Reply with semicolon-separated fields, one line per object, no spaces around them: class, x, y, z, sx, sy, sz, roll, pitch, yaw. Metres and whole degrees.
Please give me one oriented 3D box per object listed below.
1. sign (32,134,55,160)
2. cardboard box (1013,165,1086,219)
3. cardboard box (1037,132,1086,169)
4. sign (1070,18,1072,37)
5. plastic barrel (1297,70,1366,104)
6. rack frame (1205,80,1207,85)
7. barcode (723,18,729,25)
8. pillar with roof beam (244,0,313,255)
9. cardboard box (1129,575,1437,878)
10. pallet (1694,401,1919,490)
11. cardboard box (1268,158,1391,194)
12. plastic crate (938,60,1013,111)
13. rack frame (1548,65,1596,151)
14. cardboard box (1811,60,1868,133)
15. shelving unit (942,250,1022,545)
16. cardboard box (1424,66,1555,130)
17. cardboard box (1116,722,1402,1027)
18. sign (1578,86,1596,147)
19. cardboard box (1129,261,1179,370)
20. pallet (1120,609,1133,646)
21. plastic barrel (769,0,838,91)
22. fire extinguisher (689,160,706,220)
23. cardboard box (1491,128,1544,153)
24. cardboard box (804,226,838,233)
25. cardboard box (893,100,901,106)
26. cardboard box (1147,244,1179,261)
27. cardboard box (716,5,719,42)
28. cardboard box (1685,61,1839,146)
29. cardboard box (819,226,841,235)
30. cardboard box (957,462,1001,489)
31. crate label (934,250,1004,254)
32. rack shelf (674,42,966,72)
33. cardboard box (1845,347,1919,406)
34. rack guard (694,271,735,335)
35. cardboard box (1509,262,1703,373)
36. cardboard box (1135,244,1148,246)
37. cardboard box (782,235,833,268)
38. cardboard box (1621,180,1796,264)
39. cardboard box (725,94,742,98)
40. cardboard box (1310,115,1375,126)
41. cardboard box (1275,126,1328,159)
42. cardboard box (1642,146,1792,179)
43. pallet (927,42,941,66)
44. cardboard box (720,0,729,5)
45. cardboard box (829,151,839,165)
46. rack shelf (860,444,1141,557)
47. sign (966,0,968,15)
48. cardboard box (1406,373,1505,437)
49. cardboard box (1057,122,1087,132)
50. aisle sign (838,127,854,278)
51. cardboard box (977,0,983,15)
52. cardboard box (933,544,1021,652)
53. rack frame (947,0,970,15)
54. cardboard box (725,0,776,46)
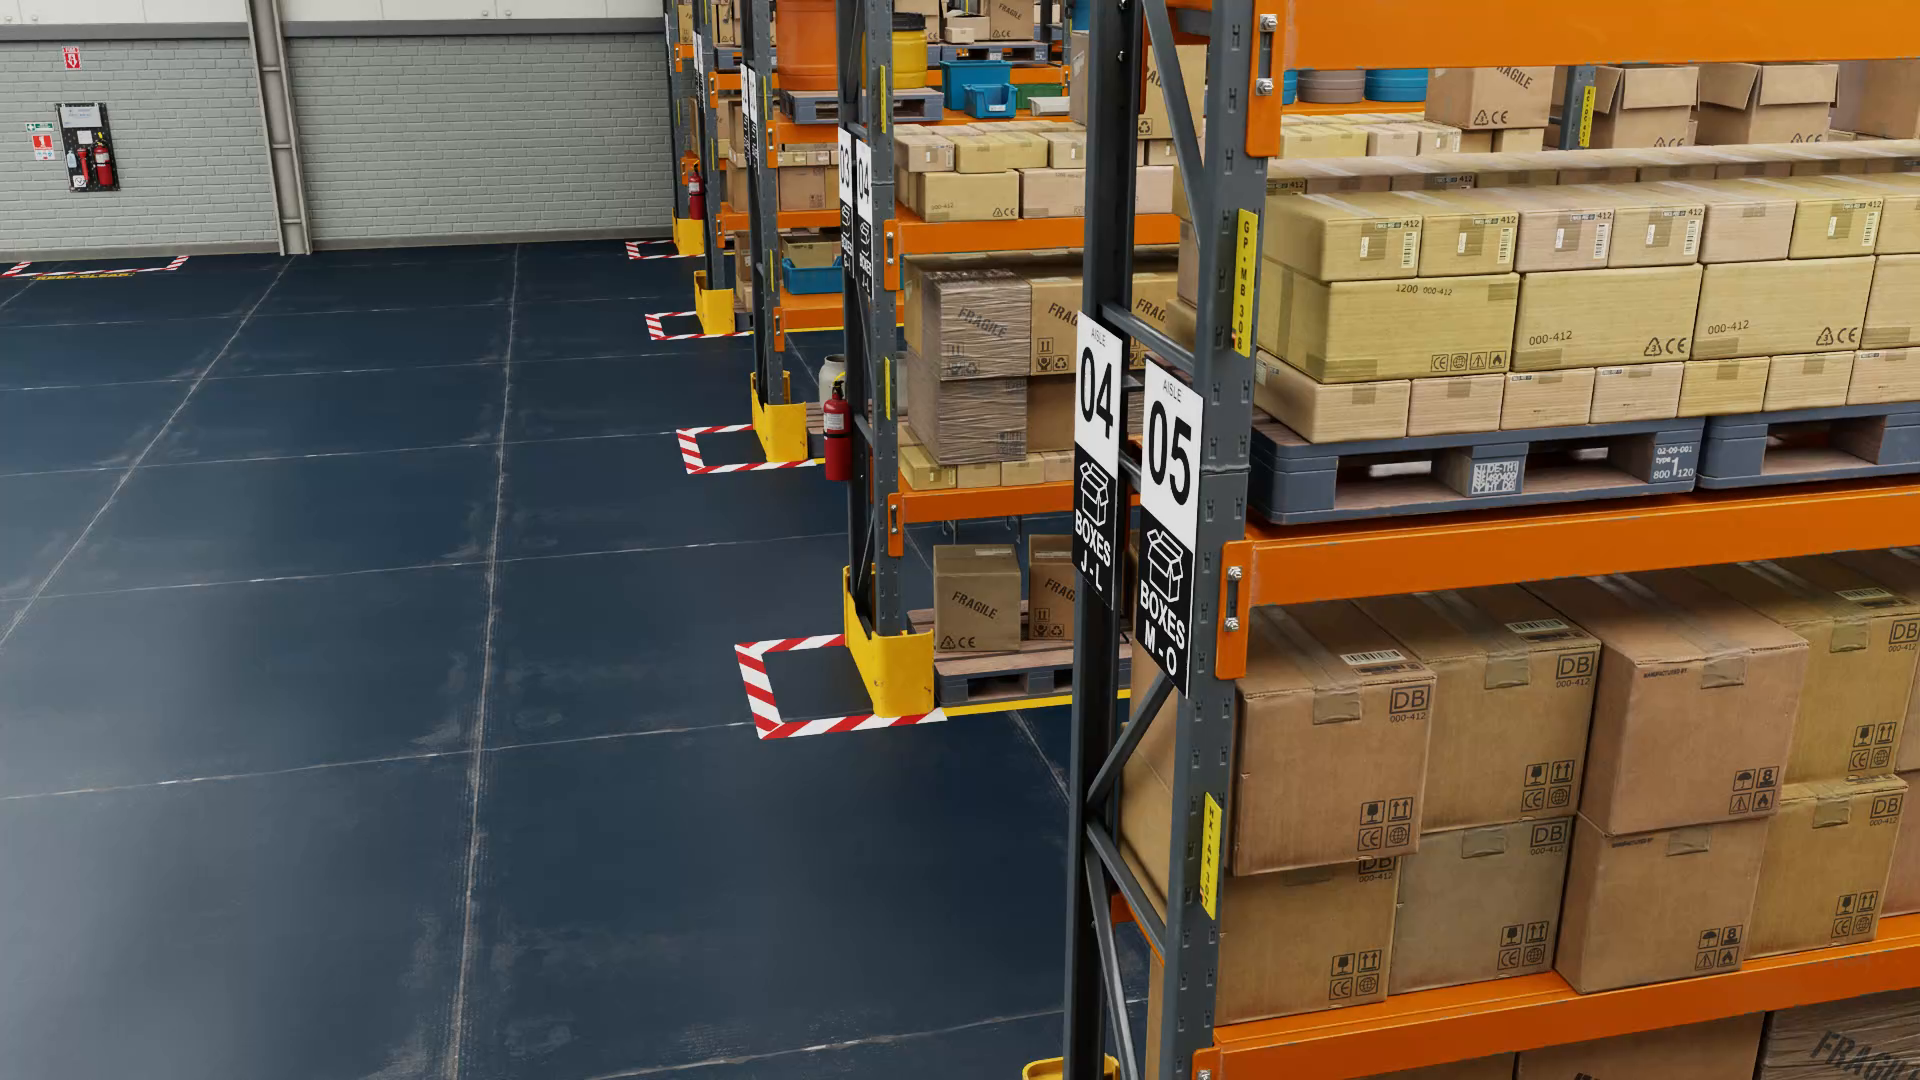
sign;-12.265;-5.256;22.250;0.234;0.329;0.001;-5;21;-12
cardboard box;0.516;-1.920;9.051;0.500;0.250;0.500;-5;21;-14
cardboard box;0.581;-2.104;8.974;0.250;0.149;0.380;-4;20;-10
sign;1.233;-5.723;18.348;0.005;0.325;0.100;-5;21;-12
plastic barrel;3.321;-4.370;14.794;0.600;0.901;0.600;0;20;0
rack frame;2.240;-2.561;14.946;0.127;3.000;1.000;-5;21;-12
barcode;-2.607;-5.770;18.499;0.075;0.075;0.001;-5;21;-12
pillar with roof beam;-8.299;-6.807;17.814;0.400;9.000;9.100;-5;21;-12
cardboard box;0.900;0.487;4.835;0.550;0.550;0.875;-5;21;-12
pallet;2.439;-0.446;4.938;1.213;0.211;1.003;-5;21;-12
cardboard box;1.023;-0.987;4.738;0.250;0.149;0.380;-5;21;-12
plastic crate;0.133;-3.898;14.256;0.575;0.384;0.392;-5;21;-12
rack frame;3.379;-3.721;9.388;0.127;3.000;1.000;-5;21;-12
cardboard box;5.773;-2.878;10.578;0.500;0.500;0.500;-5;21;-14
shelving unit;0.161;-0.999;11.989;0.503;2.100;0.431;-5;21;-12
cardboard box;3.000;-2.612;9.420;0.500;0.500;0.500;-5;21;-14
cardboard box;0.880;0.966;5.098;0.550;0.550;0.875;-5;21;-12
sign;3.512;-2.374;9.321;0.005;0.325;0.100;-5;21;-12
cardboard box;1.059;-1.273;9.396;0.500;0.500;0.500;-5;21;-12
pallet;1.544;0.569;10.456;1.213;0.211;1.003;-5;21;-12
plastic barrel;-1.209;-4.133;13.641;0.708;0.830;0.600;-5;21;-12
fire extinguisher;-3.011;-4.013;19.021;0.183;0.674;0.296;-5;21;-12
cardboard box;3.130;-2.306;9.527;0.250;0.149;0.380;-4;20;-11
cardboard box;-1.958;-4.705;23.792;0.500;0.500;0.700;-6;21;-16
cardboard box;-0.792;-4.719;18.806;0.500;0.500;0.700;-5;21;-12
cardboard box;1.426;-1.486;9.980;0.500;0.500;0.500;-5;21;-12
cardboard box;-3.585;-7.144;22.920;0.500;0.500;0.500;-3;20;-9
cardboard box;4.776;-2.637;10.030;0.637;0.503;0.797;-4;20;-10
cardboard box;-1.366;-3.388;19.498;0.500;0.500;0.500;-5;21;-12
cardboard box;0.067;-0.425;9.479;0.250;0.149;0.380;-5;21;-12
crate label;0.076;-2.498;14.721;0.616;0.435;0.502;-5;21;-12
rack shelf;-1.986;-6.790;23.175;4.000;0.370;1.077;-5;21;-12
cardboard box;2.413;-0.493;4.549;0.250;0.149;0.380;-4;21;-12
rack guard;-2.813;-2.728;19.034;0.348;0.500;1.175;-5;21;-12
cardboard box;1.552;-0.633;4.352;0.500;0.250;0.500;-5;21;-13
cardboard box;2.051;-3.376;19.743;0.500;0.311;0.500;-5;21;-13
cardboard box;-1.730;-3.170;18.903;0.500;0.500;0.500;-5;21;-12
cardboard box;1.917;-0.828;4.303;0.250;0.149;0.380;-5;21;-13
cardboard box;-3.031;-5.997;23.424;0.500;0.500;0.500;-4;21;-12
cardboard box;2.251;-2.414;9.821;0.250;0.149;0.380;-4;21;-11
cardboard box;1.848;-2.200;9.238;0.250;0.149;0.380;-4;20;-10
cardboard box;2.264;-1.089;5.015;0.250;0.149;0.380;-4;21;-12
pallet;-0.906;-5.415;18.504;1.213;0.211;1.003;-5;21;-12
cardboard box;-3.002;-7.467;22.350;0.500;0.500;0.500;-5;21;-13
cardboard box;-1.353;-4.296;18.593;0.250;0.149;0.380;-5;21;-14
rack shelf;1.433;-0.407;10.112;4.000;0.370;1.077;-5;21;-12
sign;0.092;-7.348;22.900;0.005;0.325;0.100;-5;21;-12
cardboard box;1.185;-0.394;4.276;0.250;0.149;0.380;-4;21;-12
cardboard box;0.715;-2.284;9.466;0.250;0.149;0.380;-4;21;-12
aisle sign;-0.643;-1.903;9.370;0.004;0.787;0.394;-5;21;-12
cardboard box;0.510;-7.547;23.439;0.500;0.500;0.500;-2;20;-5
cardboard box;0.098;0.346;10.033;0.500;0.500;0.500;-1;20;-2
rack frame;-0.040;-8.695;22.967;0.127;3.000;1.000;-5;21;-12
cardboard box;-2.229;-5.667;18.099;0.637;0.503;0.797;-3;20;-9
